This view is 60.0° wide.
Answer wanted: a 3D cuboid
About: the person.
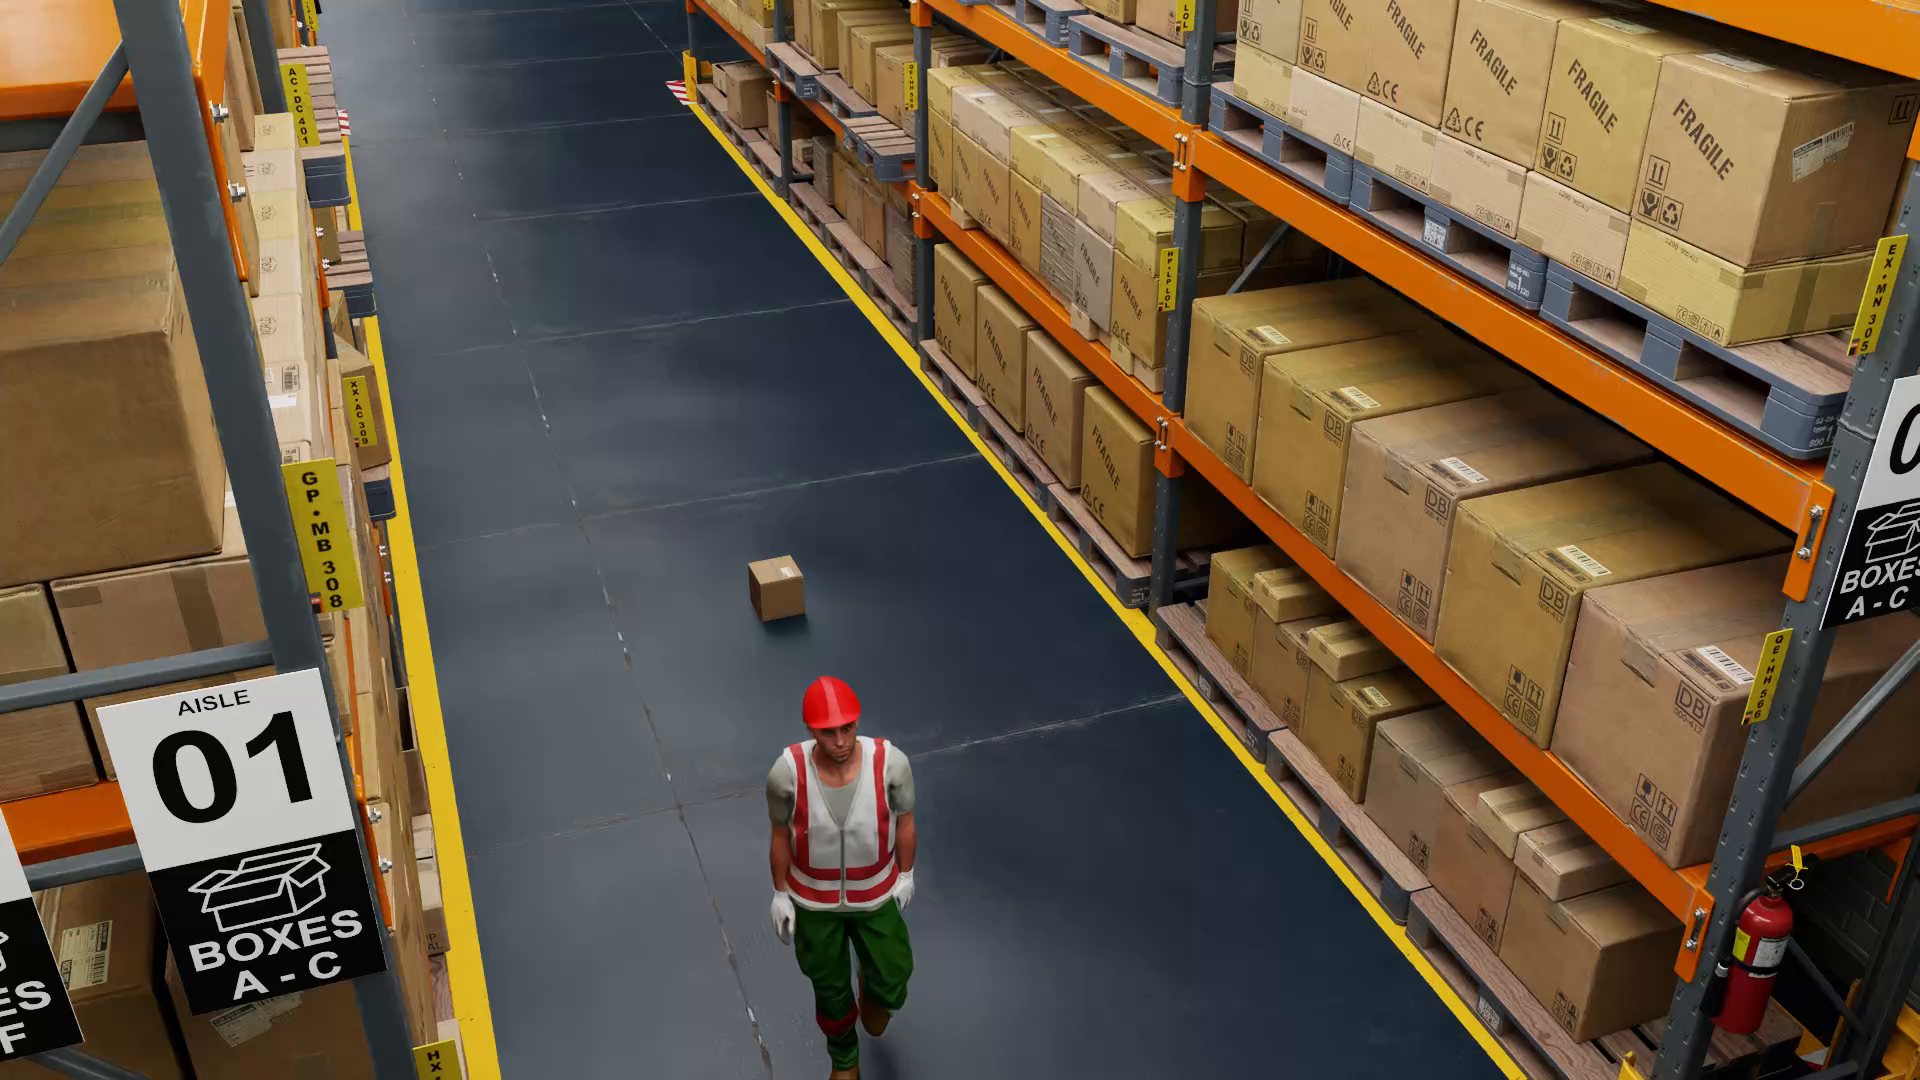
[{"bbox_3d":[-0.423,1.261,6.054,0.545,1.781,0.545,-3,30,-5],"label":"person"}]
